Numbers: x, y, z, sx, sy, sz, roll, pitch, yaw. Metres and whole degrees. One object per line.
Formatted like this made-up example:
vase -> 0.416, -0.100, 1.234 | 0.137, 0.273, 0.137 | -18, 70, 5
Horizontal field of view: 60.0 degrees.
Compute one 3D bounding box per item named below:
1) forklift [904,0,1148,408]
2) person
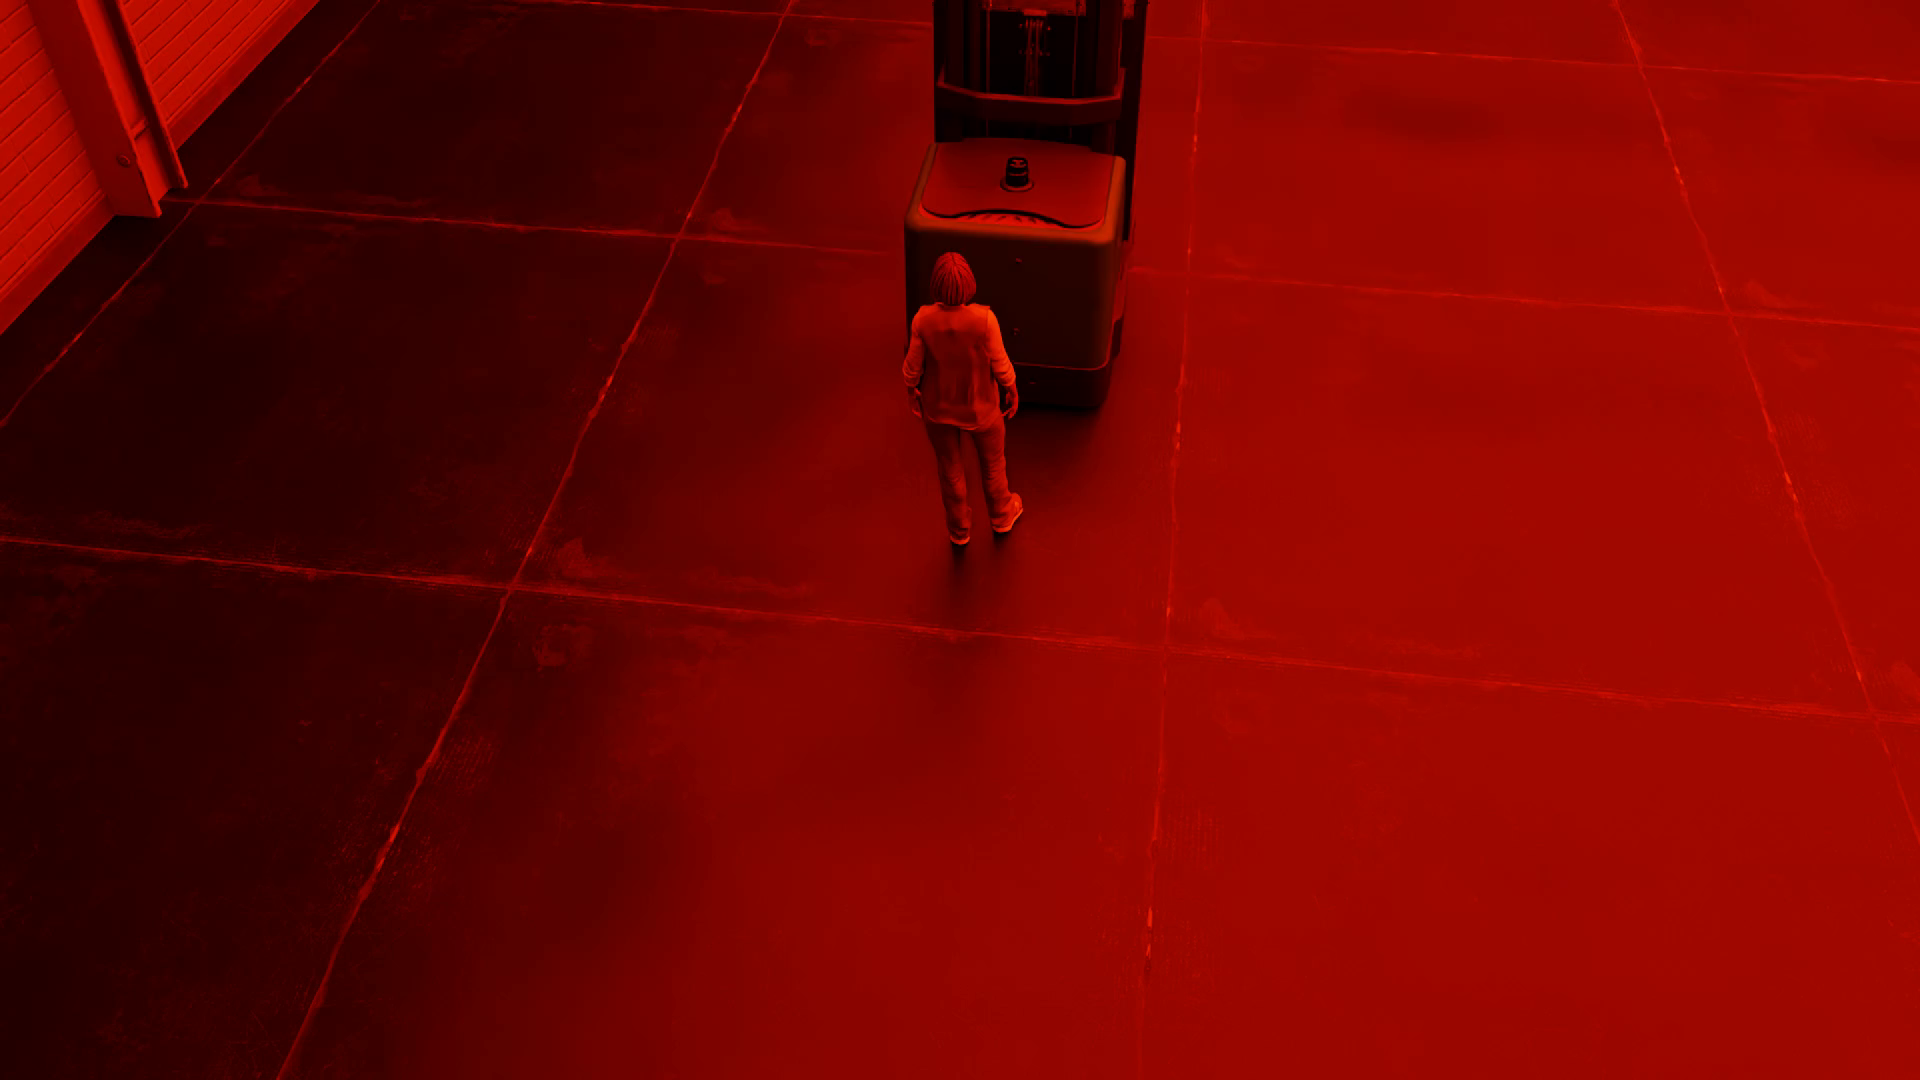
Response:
forklift -> 0.444, -2.761, 8.729 | 1.130, 2.935, 3.031 | 6, 43, 6
person -> 0.023, -0.642, 7.399 | 0.521, 1.599, 0.473 | 5, 43, 6
